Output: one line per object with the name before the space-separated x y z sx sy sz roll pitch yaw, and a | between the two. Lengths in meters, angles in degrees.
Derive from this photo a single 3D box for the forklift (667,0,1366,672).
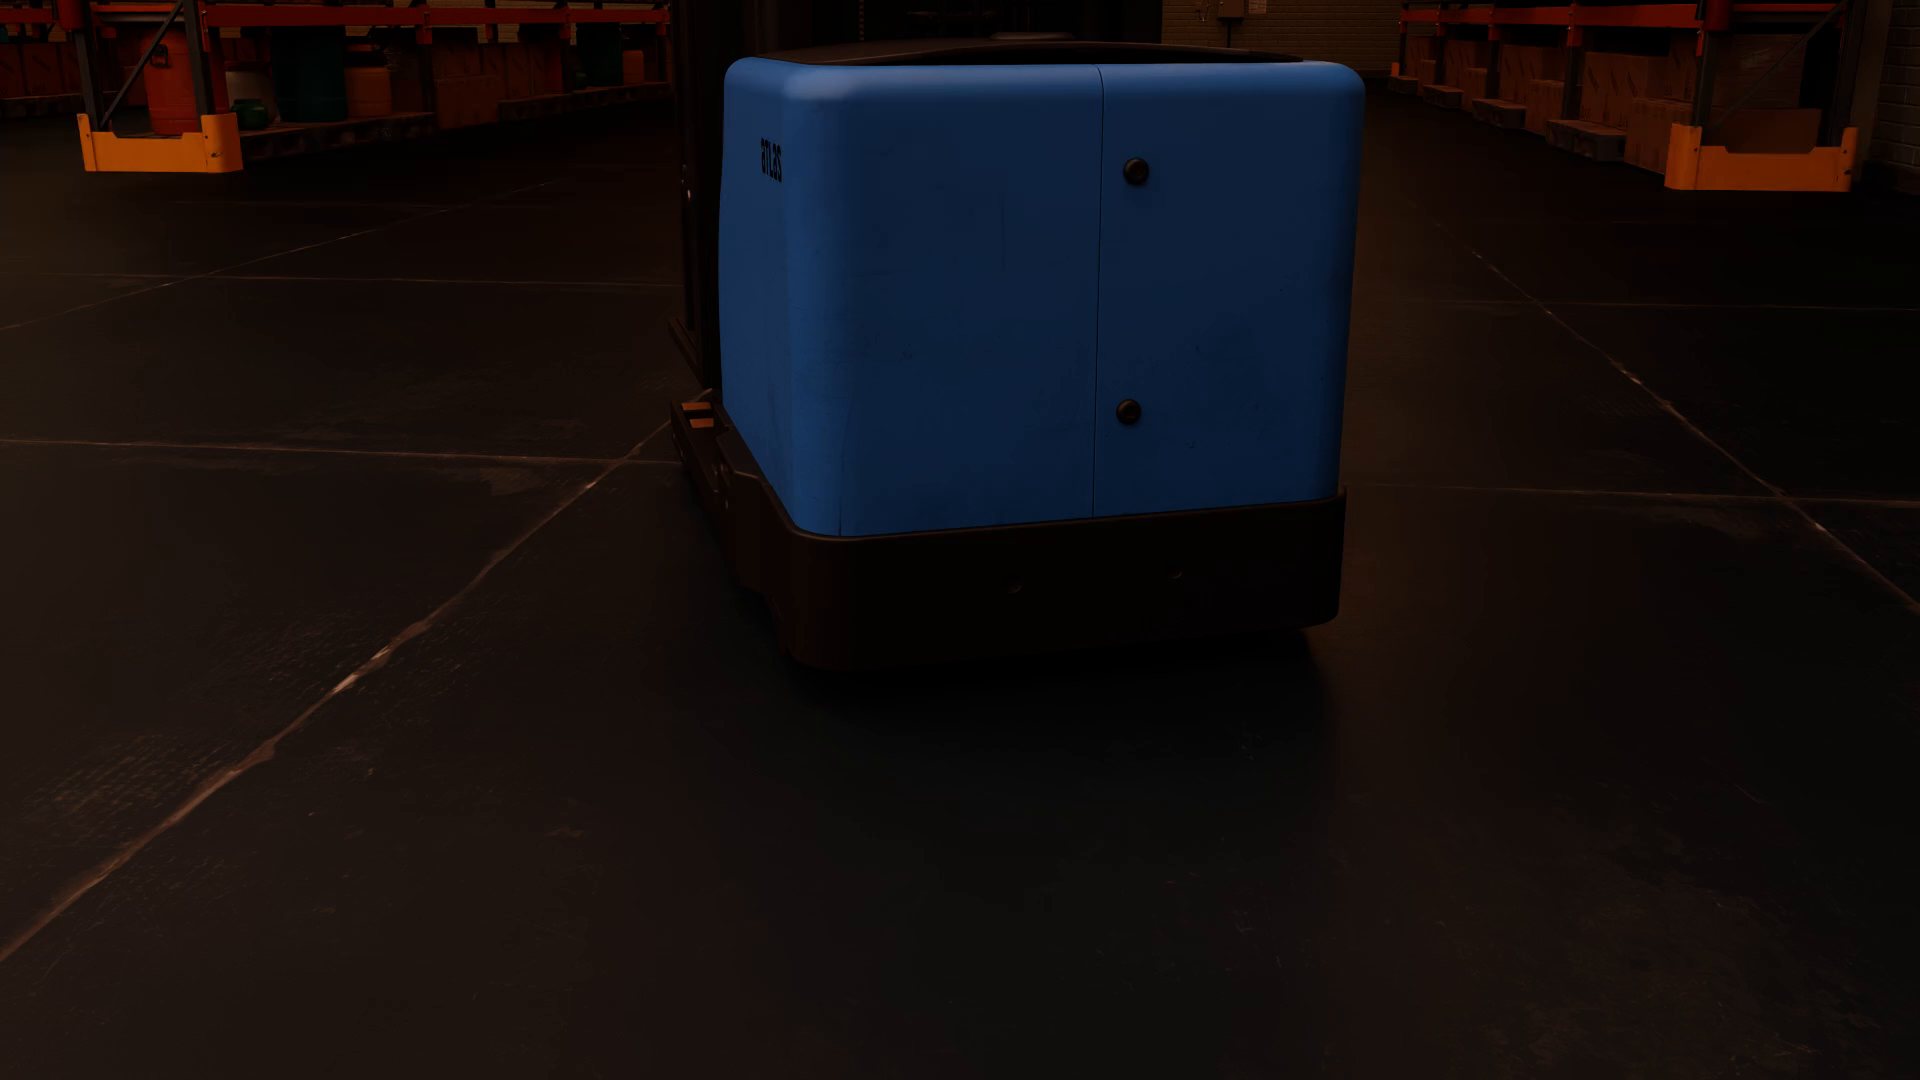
forklift | -0.159 -1.575 3.946 1.130 2.935 3.031 -5 18 -14
